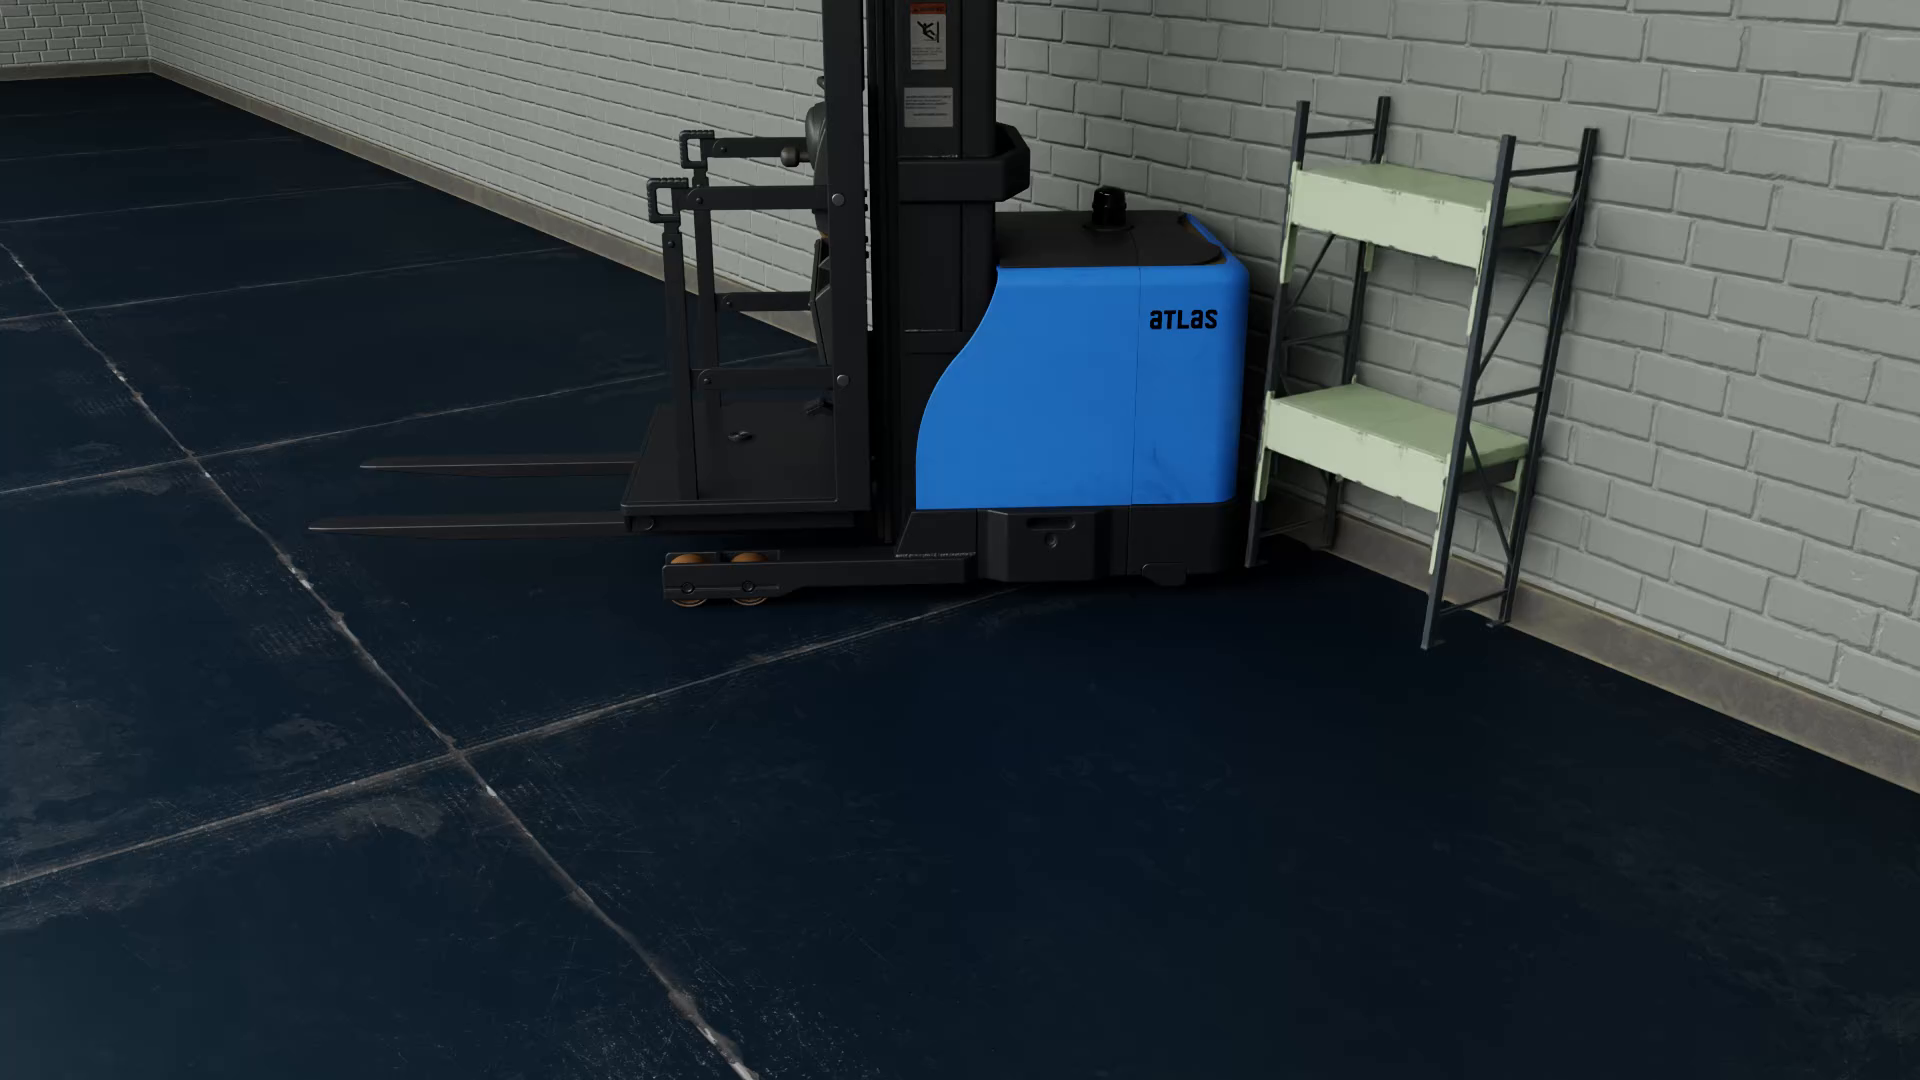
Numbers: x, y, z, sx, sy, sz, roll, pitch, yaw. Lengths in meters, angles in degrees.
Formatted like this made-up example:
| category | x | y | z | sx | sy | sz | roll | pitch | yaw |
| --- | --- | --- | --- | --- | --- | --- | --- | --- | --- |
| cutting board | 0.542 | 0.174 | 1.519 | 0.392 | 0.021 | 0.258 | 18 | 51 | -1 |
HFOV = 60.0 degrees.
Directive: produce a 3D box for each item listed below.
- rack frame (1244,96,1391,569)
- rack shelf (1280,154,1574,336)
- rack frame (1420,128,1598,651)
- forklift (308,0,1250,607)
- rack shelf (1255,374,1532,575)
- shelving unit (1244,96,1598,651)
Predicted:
| category | x | y | z | sx | sy | sz | roll | pitch | yaw |
| --- | --- | --- | --- | --- | --- | --- | --- | --- | --- |
| rack frame | 1.137 | -0.643 | 5.324 | 0.400 | 1.500 | 0.023 | -13 | 26 | -34 |
| rack shelf | 1.370 | -0.888 | 4.909 | 0.431 | 0.370 | 0.720 | -13 | 26 | -34 |
| rack frame | 1.570 | -0.409 | 4.782 | 0.400 | 1.500 | 0.023 | -13 | 26 | -34 |
| forklift | -0.622 | -1.348 | 5.319 | 3.031 | 2.935 | 1.130 | -1 | 22 | -3 |
| rack shelf | 1.340 | -0.223 | 5.172 | 0.431 | 0.370 | 0.720 | -13 | 26 | -34 |
| shelving unit | 1.354 | -0.526 | 5.053 | 0.431 | 1.500 | 0.755 | -13 | 26 | -34 |
